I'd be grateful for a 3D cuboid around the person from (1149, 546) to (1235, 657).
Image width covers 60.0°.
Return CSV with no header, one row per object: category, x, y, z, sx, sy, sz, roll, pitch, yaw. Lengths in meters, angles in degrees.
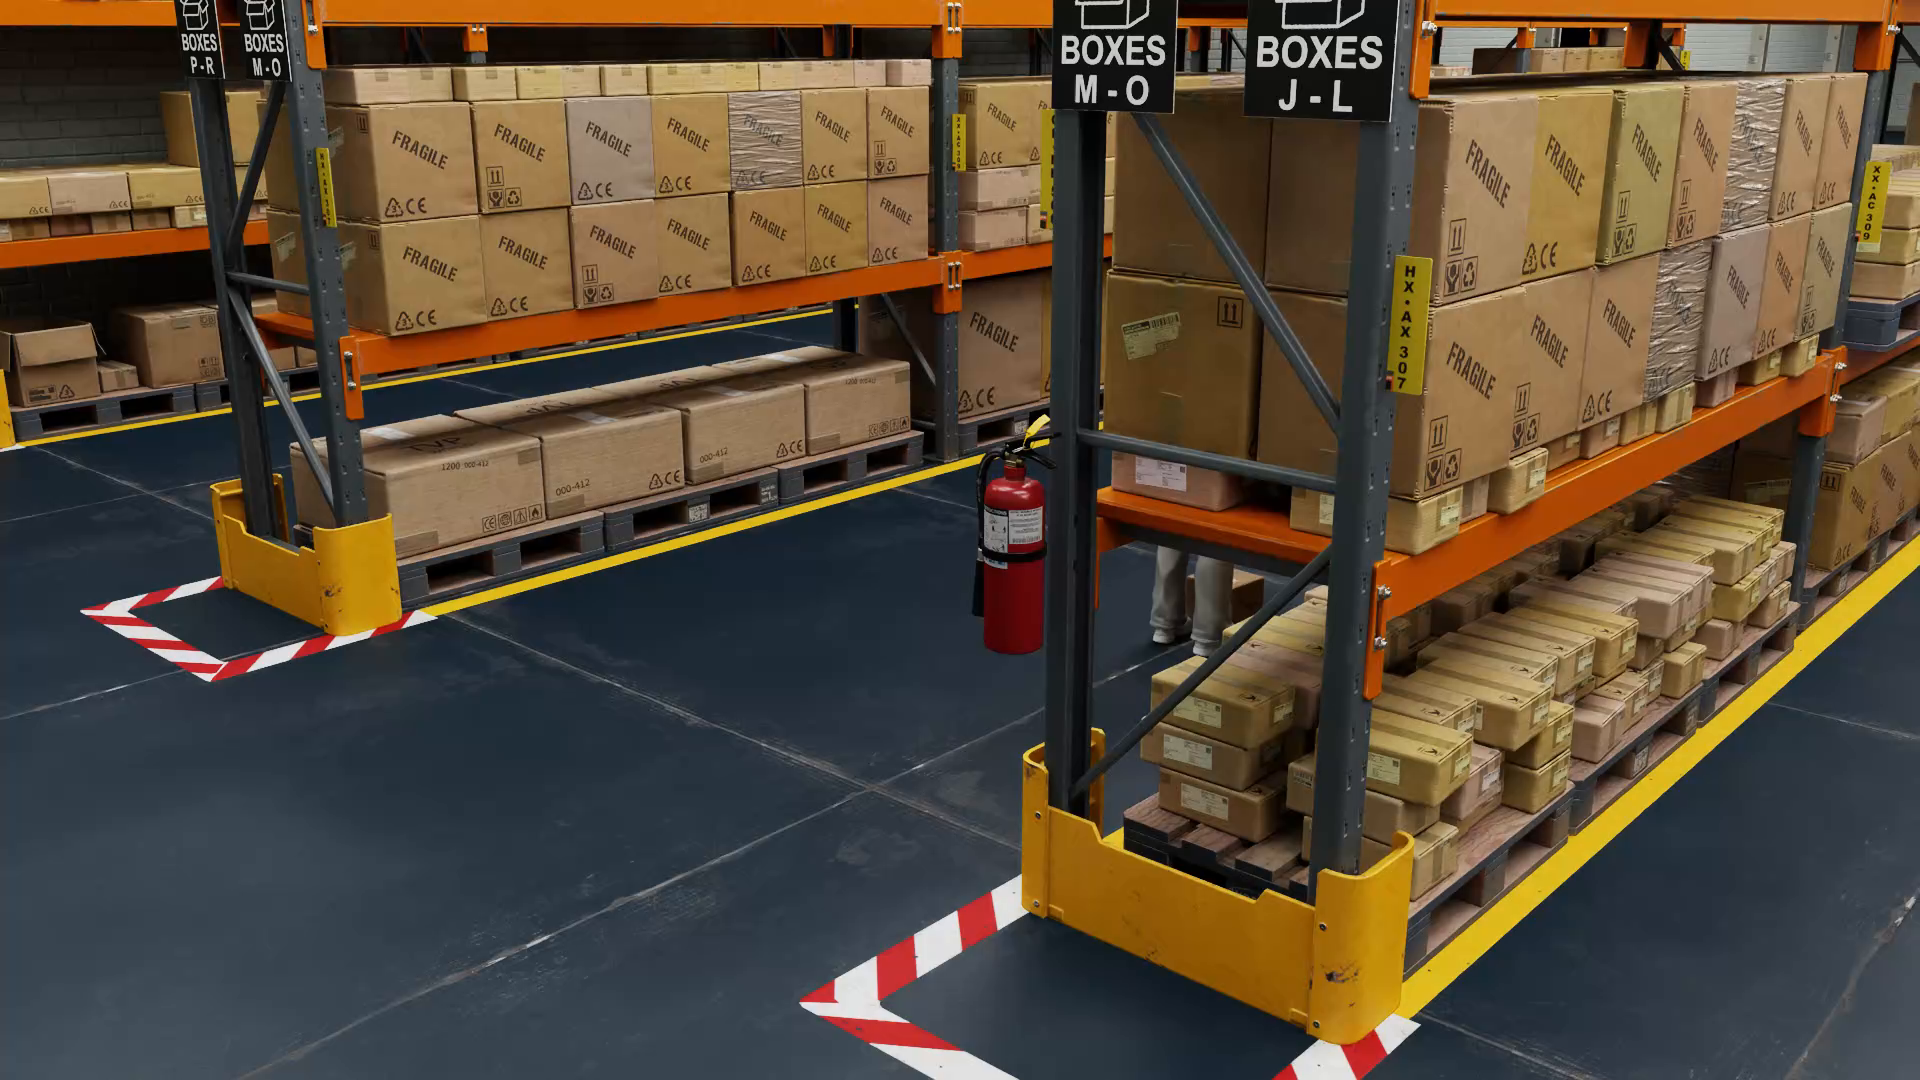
person,1.020,-0.345,7.173,0.350,1.672,0.501,-15,23,-41
